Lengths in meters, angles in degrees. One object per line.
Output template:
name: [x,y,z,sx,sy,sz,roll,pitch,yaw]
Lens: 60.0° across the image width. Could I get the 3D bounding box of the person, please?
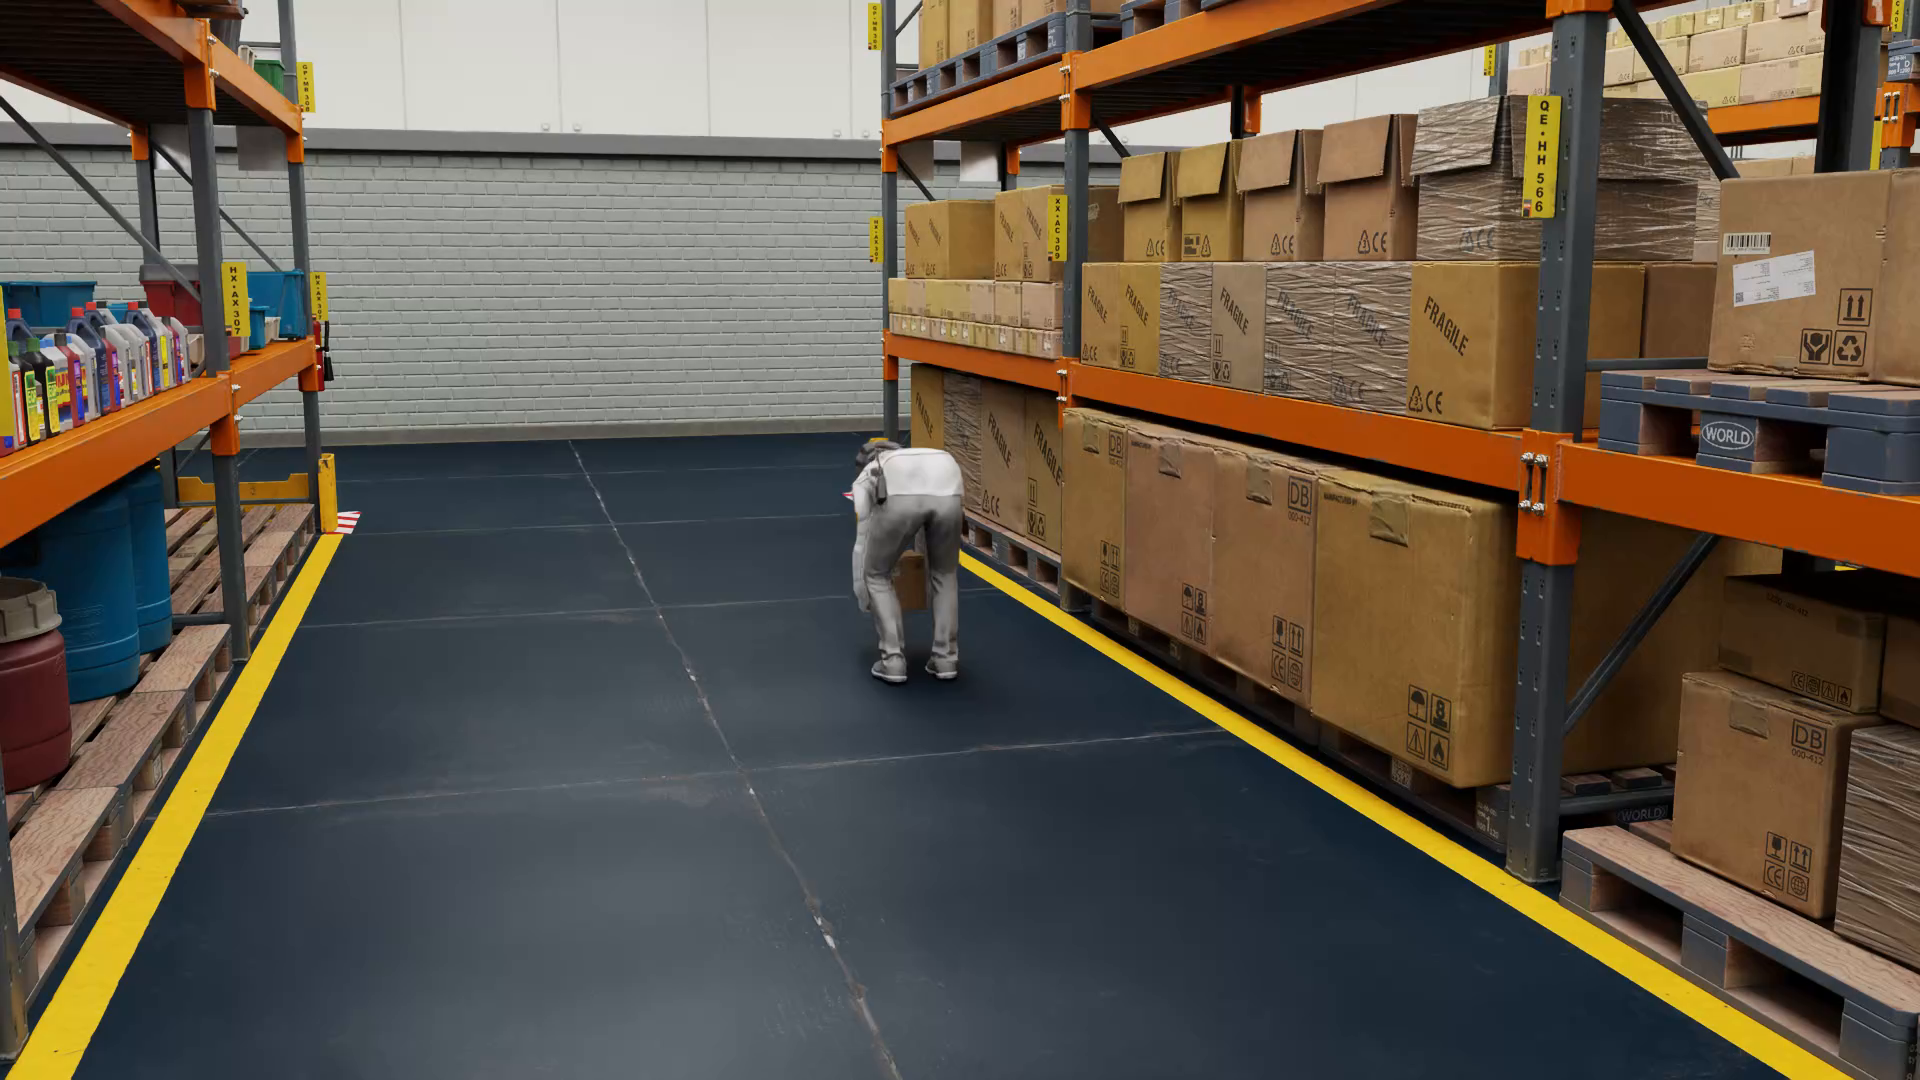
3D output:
person: [-0.254,0.073,7.442,0.428,1.014,0.921,-3,10,-17]
